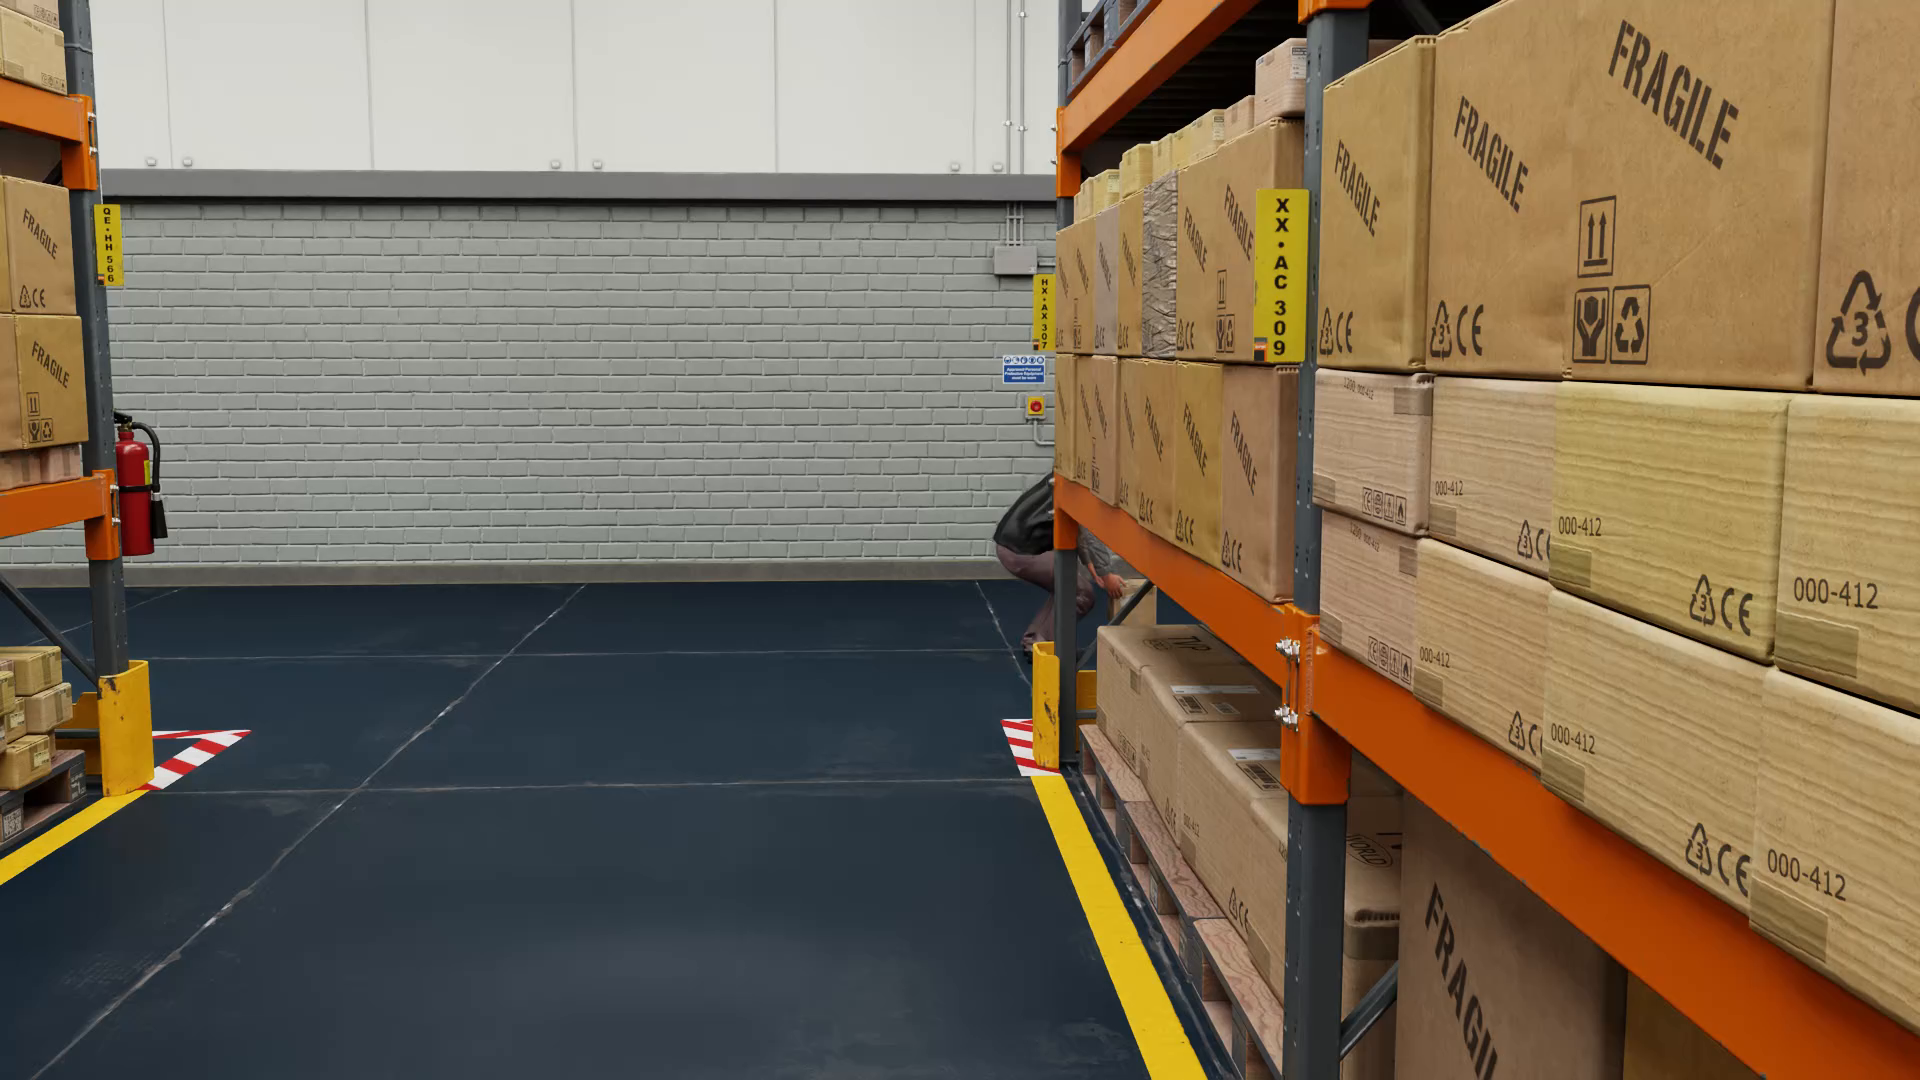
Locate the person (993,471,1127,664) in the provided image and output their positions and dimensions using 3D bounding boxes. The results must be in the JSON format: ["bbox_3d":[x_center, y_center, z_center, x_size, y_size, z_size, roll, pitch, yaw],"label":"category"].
[{"bbox_3d":[0.588,0.083,9.736,0.789,1.232,0.583,0,7,-4],"label":"person"}]
